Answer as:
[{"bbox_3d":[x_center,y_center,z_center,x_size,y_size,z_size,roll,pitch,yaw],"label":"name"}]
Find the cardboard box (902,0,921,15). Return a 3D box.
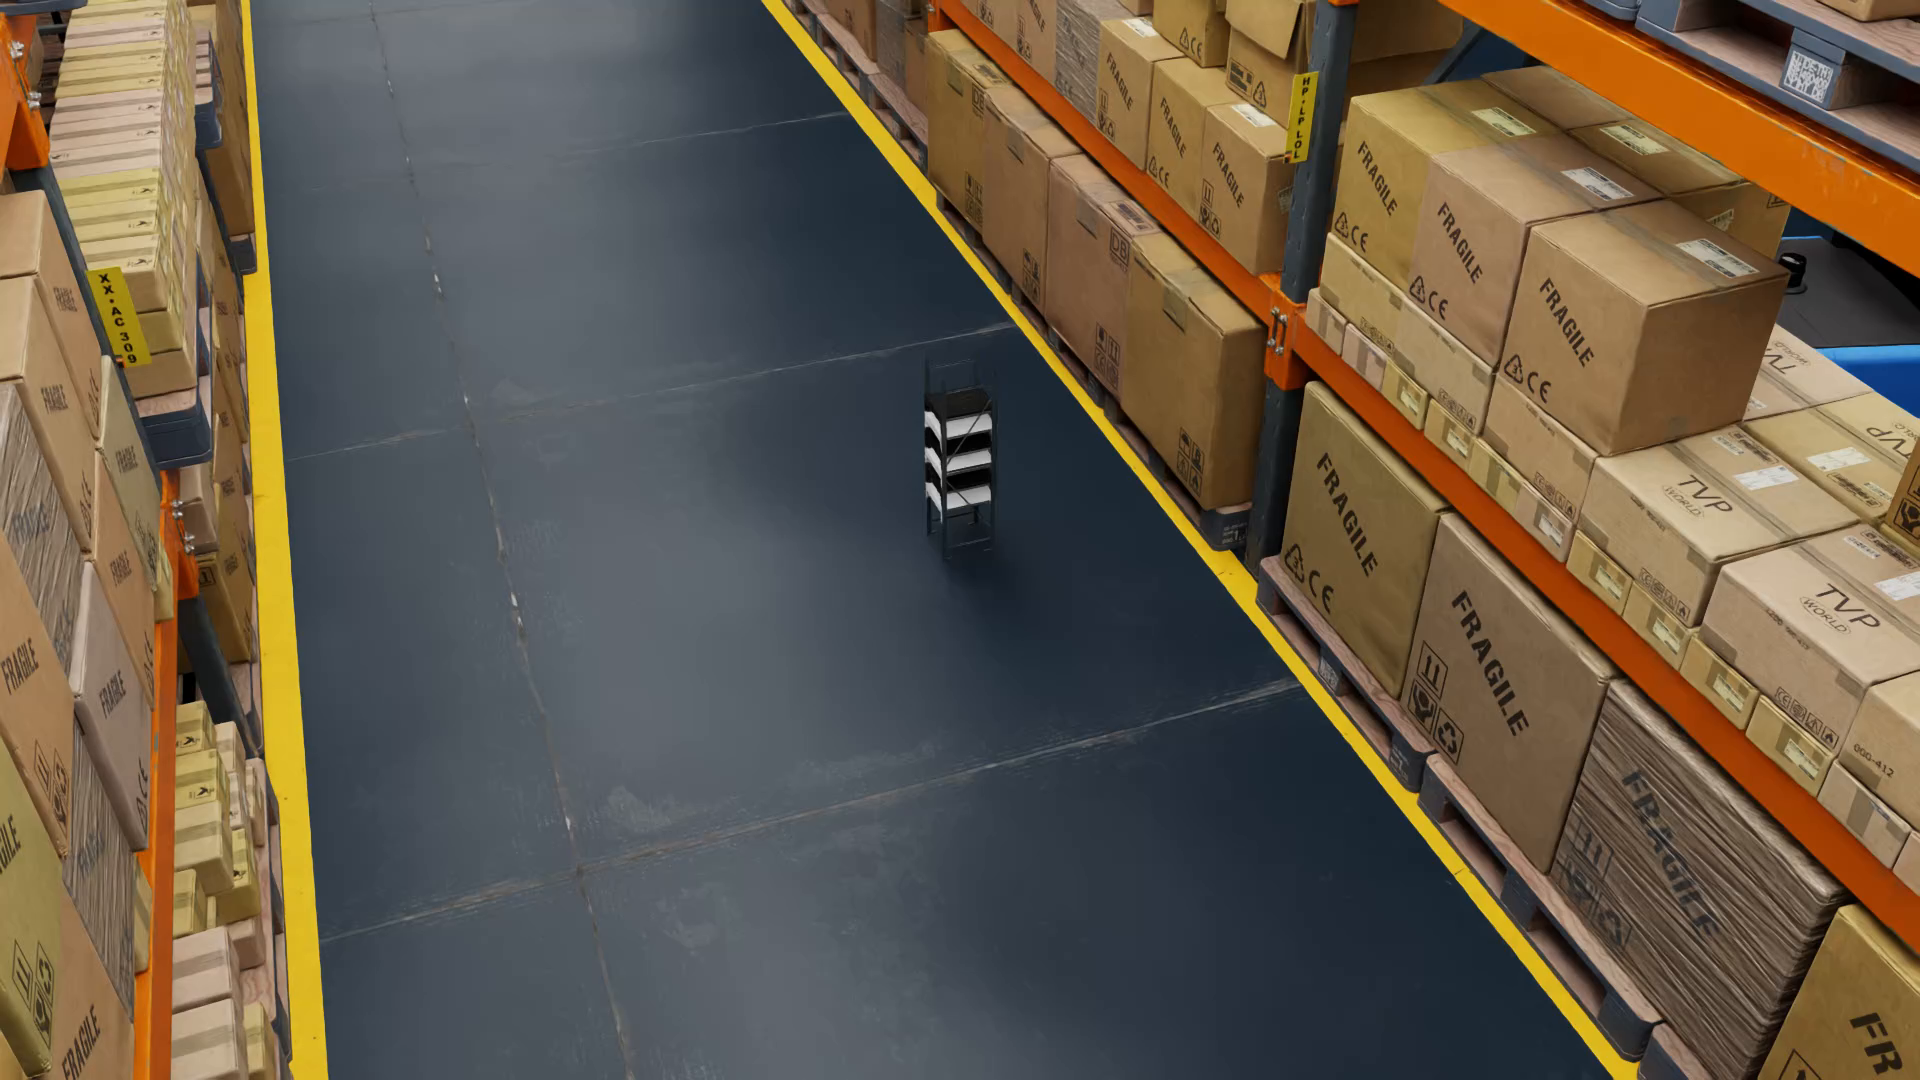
[{"bbox_3d":[-0.126,-3.568,10.583,0.500,0.250,0.500,-8,38,-11],"label":"cardboard box"}]

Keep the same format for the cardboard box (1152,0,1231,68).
[{"bbox_3d":[1.249,-2.352,6.962,0.797,0.503,0.637,-12,39,-15],"label":"cardboard box"}]

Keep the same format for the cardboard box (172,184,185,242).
[{"bbox_3d":[-2.964,-1.135,5.876,0.380,0.149,0.250,-14,39,-18],"label":"cardboard box"}]

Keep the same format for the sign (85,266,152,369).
[{"bbox_3d":[-2.484,-0.655,4.906,0.100,0.325,0.005,-12,39,-16],"label":"sign"}]

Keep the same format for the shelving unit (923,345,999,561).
[{"bbox_3d":[0.003,-0.355,6.973,0.258,0.900,0.210,-12,39,-16],"label":"shelving unit"}]

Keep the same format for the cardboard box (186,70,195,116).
[{"bbox_3d":[-3.511,-1.908,7.150,0.380,0.149,0.250,-13,39,-17],"label":"cardboard box"}]

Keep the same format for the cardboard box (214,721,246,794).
[{"bbox_3d":[-2.584,0.772,5.505,0.380,0.149,0.250,-12,39,-15],"label":"cardboard box"}]

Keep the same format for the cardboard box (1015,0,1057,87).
[{"bbox_3d":[0.596,-2.551,8.061,0.500,0.500,0.500,-13,39,-17],"label":"cardboard box"}]

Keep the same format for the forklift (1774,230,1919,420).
[{"bbox_3d":[4.486,-1.385,6.653,3.031,2.935,1.130,-3,37,-4],"label":"forklift"}]

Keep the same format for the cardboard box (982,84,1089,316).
[{"bbox_3d":[0.842,-1.841,8.618,1.225,0.875,0.875,-12,39,-16],"label":"cardboard box"}]

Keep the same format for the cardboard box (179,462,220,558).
[{"bbox_3d":[-2.997,-0.133,6.039,0.500,0.250,0.500,-14,39,-18],"label":"cardboard box"}]

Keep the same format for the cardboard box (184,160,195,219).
[{"bbox_3d":[-3.149,-1.314,6.361,0.380,0.149,0.250,-13,39,-17],"label":"cardboard box"}]

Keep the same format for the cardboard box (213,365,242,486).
[{"bbox_3d":[-3.372,-0.425,7.050,0.500,0.500,0.500,-12,39,-15],"label":"cardboard box"}]

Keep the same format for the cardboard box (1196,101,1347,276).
[{"bbox_3d":[1.284,-1.410,6.545,0.500,0.500,0.500,-12,39,-16],"label":"cardboard box"}]

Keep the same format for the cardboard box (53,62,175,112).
[{"bbox_3d":[-3.236,-1.697,6.375,0.380,0.149,0.250,-11,38,-15],"label":"cardboard box"}]

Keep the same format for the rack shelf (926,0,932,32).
[{"bbox_3d":[-0.363,-4.264,11.016,1.077,0.370,4.000,-12,39,-16],"label":"rack shelf"}]

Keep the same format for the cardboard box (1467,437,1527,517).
[{"bbox_3d":[1.853,-0.236,5.279,0.380,0.149,0.250,-13,39,-17],"label":"cardboard box"}]

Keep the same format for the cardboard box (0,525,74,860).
[{"bbox_3d":[-2.036,0.331,3.155,0.500,0.500,0.500,-14,39,-17],"label":"cardboard box"}]

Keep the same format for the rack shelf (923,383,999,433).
[{"bbox_3d":[0.003,-0.544,6.831,0.258,0.077,0.200,-12,39,-16],"label":"rack shelf"}]

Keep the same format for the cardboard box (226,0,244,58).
[{"bbox_3d":[-5.445,-3.649,11.121,1.050,0.750,0.750,-13,39,-16],"label":"cardboard box"}]

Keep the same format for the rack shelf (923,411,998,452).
[{"bbox_3d":[0.003,-0.472,6.885,0.258,0.077,0.200,-12,39,-16],"label":"rack shelf"}]

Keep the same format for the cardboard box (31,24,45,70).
[{"bbox_3d":[-4.402,-2.225,7.570,0.380,0.149,0.250,-13,39,-17],"label":"cardboard box"}]

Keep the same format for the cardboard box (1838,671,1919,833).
[{"bbox_3d":[2.488,0.533,3.926,0.500,0.250,0.500,-13,39,-17],"label":"cardboard box"}]

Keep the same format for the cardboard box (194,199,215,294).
[{"bbox_3d":[-3.701,-1.306,7.595,0.500,0.250,0.500,-12,39,-15],"label":"cardboard box"}]

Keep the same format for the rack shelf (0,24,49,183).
[{"bbox_3d":[-2.302,0.027,2.826,1.077,0.370,4.000,-12,39,-16],"label":"rack shelf"}]

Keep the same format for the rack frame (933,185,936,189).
[{"bbox_3d":[0.325,-3.422,9.299,1.000,3.000,0.127,-12,39,-16],"label":"rack frame"}]

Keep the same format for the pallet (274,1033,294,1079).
[{"bbox_3d":[-2.303,1.984,4.441,1.003,0.211,1.213,-12,39,-16],"label":"pallet"}]

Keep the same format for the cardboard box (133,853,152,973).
[{"bbox_3d":[-2.067,0.889,3.785,0.380,0.149,0.250,-12,39,-15],"label":"cardboard box"}]

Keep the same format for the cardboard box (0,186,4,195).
[{"bbox_3d":[-3.764,-1.178,6.181,0.380,0.149,0.250,-11,38,-14],"label":"cardboard box"}]

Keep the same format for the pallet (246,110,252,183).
[{"bbox_3d":[-4.984,-2.487,10.376,1.003,0.211,1.213,-12,39,-16],"label":"pallet"}]

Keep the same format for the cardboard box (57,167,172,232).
[{"bbox_3d":[-2.882,-1.117,5.605,0.380,0.149,0.250,-12,39,-16],"label":"cardboard box"}]

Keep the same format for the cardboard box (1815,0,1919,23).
[{"bbox_3d":[2.255,-1.549,3.805,0.700,0.500,0.500,-11,38,-14],"label":"cardboard box"}]

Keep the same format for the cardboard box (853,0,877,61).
[{"bbox_3d":[-0.329,-3.603,11.252,0.700,0.500,0.500,-9,38,-12],"label":"cardboard box"}]

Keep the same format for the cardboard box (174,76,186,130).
[{"bbox_3d":[-3.323,-1.725,6.659,0.380,0.149,0.250,-11,38,-15],"label":"cardboard box"}]

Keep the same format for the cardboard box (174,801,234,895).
[{"bbox_3d":[-2.406,0.964,5.004,0.380,0.149,0.250,-13,39,-16],"label":"cardboard box"}]

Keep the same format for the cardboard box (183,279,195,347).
[{"bbox_3d":[-2.795,-0.733,5.589,0.380,0.149,0.250,-12,39,-15],"label":"cardboard box"}]

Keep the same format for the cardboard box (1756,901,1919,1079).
[{"bbox_3d":[2.782,1.434,4.271,0.875,0.875,0.875,-12,39,-16],"label":"cardboard box"}]

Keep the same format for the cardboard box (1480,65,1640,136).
[{"bbox_3d":[2.111,-1.316,5.758,0.500,0.500,0.500,-11,38,-15],"label":"cardboard box"}]

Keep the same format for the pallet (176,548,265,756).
[{"bbox_3d":[-3.260,0.482,6.434,1.003,0.211,1.213,-12,39,-16],"label":"pallet"}]

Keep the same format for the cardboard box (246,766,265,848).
[{"bbox_3d":[-2.536,0.930,5.543,0.380,0.149,0.250,-12,39,-15],"label":"cardboard box"}]

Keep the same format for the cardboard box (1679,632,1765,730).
[{"bbox_3d":[2.204,0.342,4.512,0.380,0.149,0.250,-12,39,-16],"label":"cardboard box"}]

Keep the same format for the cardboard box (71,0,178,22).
[{"bbox_3d":[-3.593,-2.285,7.155,0.380,0.149,0.250,-11,38,-15],"label":"cardboard box"}]

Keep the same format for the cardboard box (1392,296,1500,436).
[{"bbox_3d":[1.784,-0.619,5.456,0.500,0.250,0.500,-13,39,-16],"label":"cardboard box"}]

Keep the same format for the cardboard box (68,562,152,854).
[{"bbox_3d":[-2.211,0.439,3.844,0.500,0.500,0.500,-13,39,-16],"label":"cardboard box"}]

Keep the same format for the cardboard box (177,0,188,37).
[{"bbox_3d":[-3.676,-2.303,7.427,0.380,0.149,0.250,-11,38,-14],"label":"cardboard box"}]

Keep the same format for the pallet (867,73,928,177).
[{"bbox_3d":[0.057,-2.750,10.725,1.003,0.211,1.213,-12,39,-16],"label":"pallet"}]

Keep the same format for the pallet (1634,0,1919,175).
[{"bbox_3d":[2.389,-1.172,3.894,1.003,0.211,1.213,-12,39,-16],"label":"pallet"}]

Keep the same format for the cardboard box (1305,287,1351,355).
[{"bbox_3d":[1.491,-0.826,6.062,0.380,0.149,0.250,-12,39,-16],"label":"cardboard box"}]
